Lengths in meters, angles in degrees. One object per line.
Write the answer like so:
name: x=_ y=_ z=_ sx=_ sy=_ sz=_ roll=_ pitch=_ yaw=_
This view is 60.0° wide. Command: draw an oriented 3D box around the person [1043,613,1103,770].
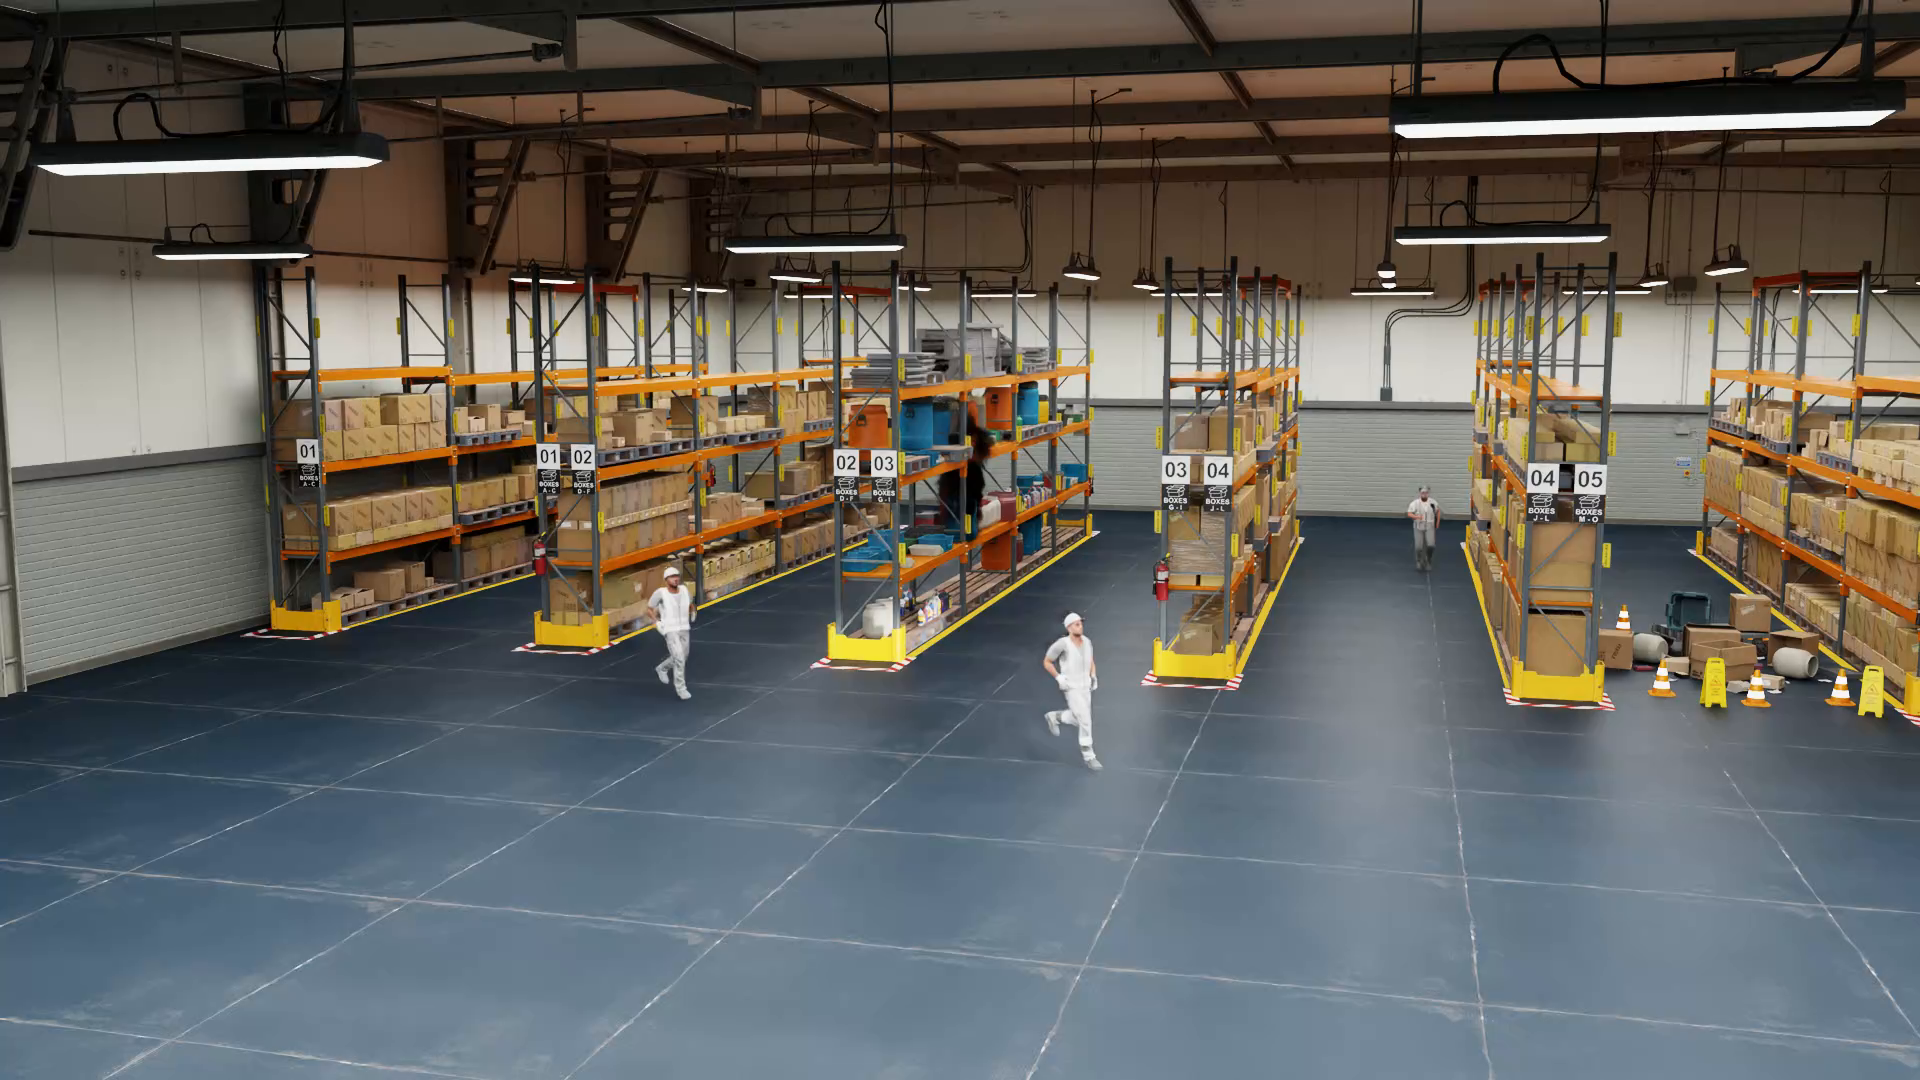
person: x=1.316 y=1.717 z=19.290 sx=0.640 sy=1.759 sz=0.992 roll=-7 pitch=10 yaw=-43

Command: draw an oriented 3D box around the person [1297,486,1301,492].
person: x=7.877 y=-0.955 z=40.113 sx=0.635 sy=1.751 sz=0.658 roll=4 pitch=8 yaw=30

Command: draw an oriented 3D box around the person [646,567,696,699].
person: x=-3.926 y=1.249 z=22.806 sx=0.673 sy=1.777 sz=0.824 roll=-7 pitch=10 yaw=-42

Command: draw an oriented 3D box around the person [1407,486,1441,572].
person: x=9.593 y=-0.227 z=34.359 sx=0.700 sy=1.803 sz=0.692 roll=1 pitch=7 yaw=9
